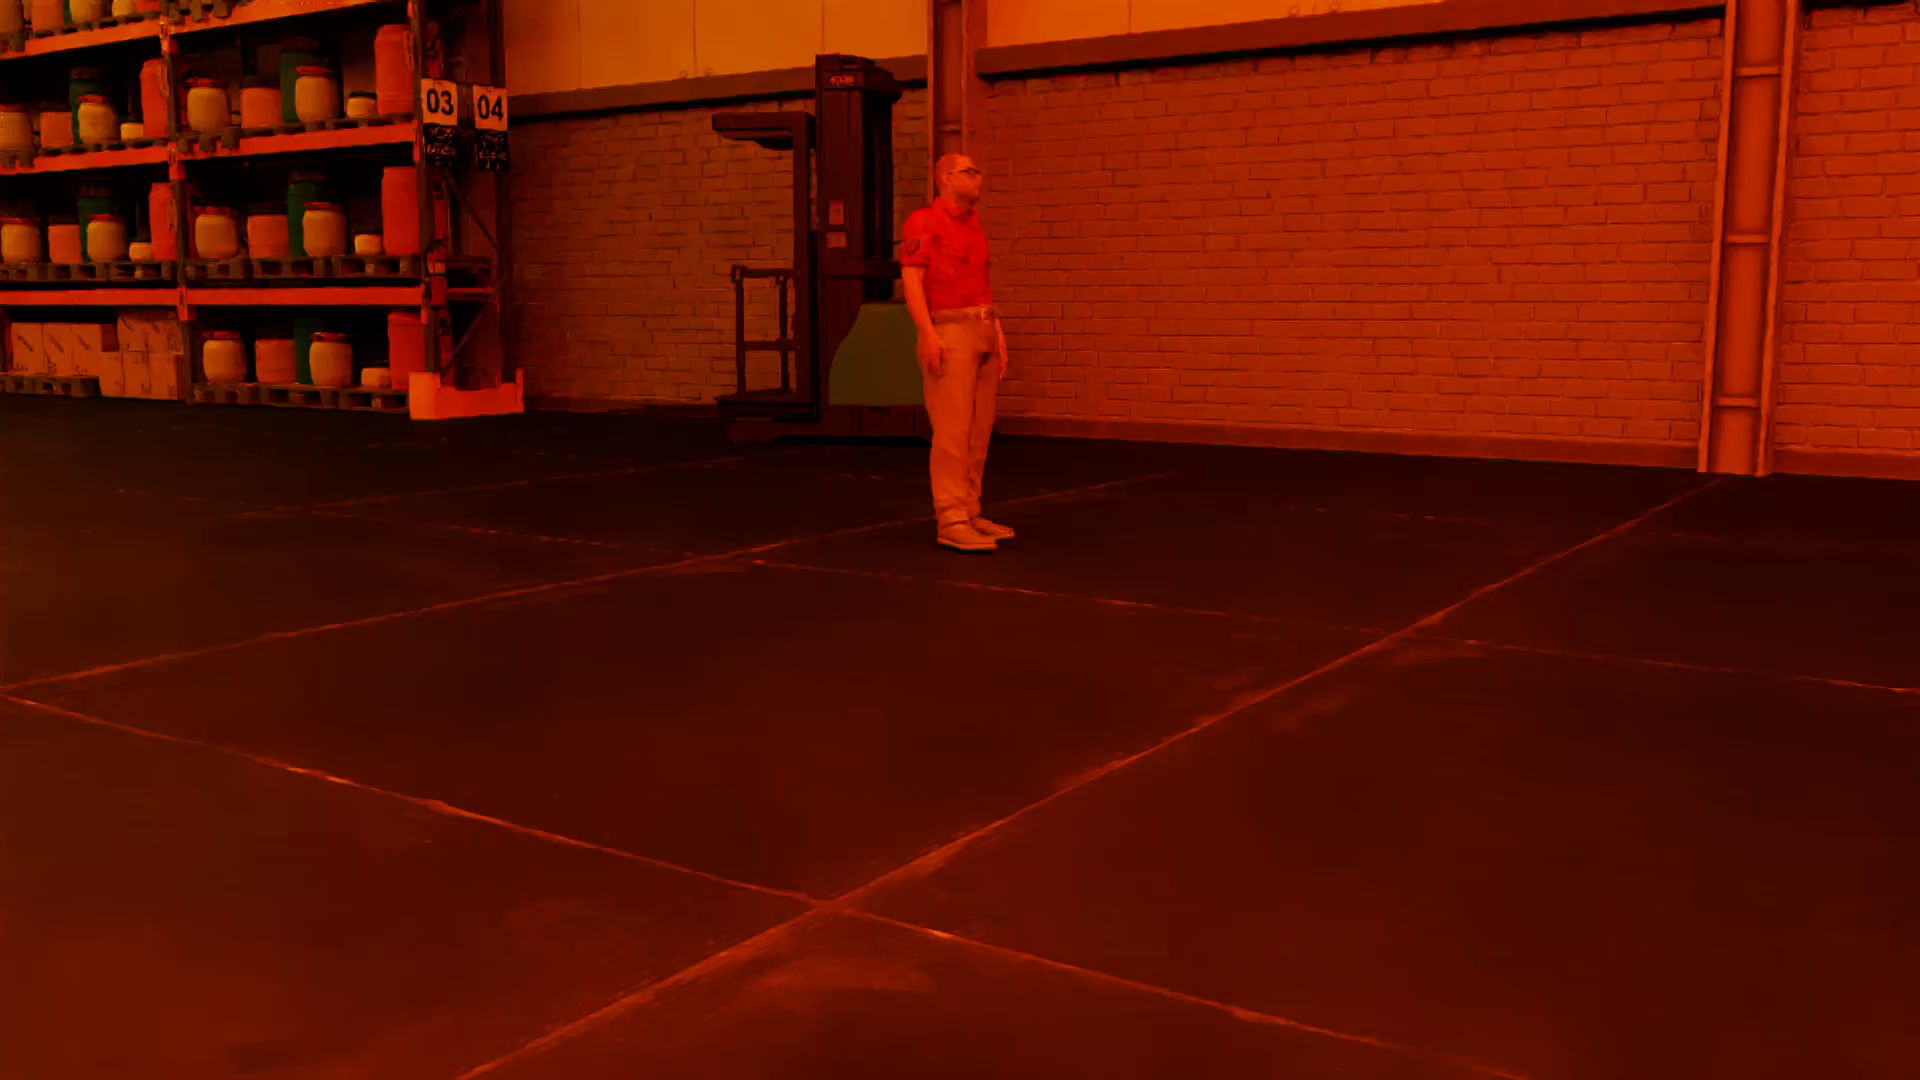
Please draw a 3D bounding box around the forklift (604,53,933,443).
[{"bbox_3d":[-1.321,-2.271,13.162,3.031,2.935,1.130,2,8,14],"label":"forklift"}]

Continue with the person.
[{"bbox_3d":[0.068,-0.855,7.421,0.550,1.727,0.640,5,10,34],"label":"person"}]
